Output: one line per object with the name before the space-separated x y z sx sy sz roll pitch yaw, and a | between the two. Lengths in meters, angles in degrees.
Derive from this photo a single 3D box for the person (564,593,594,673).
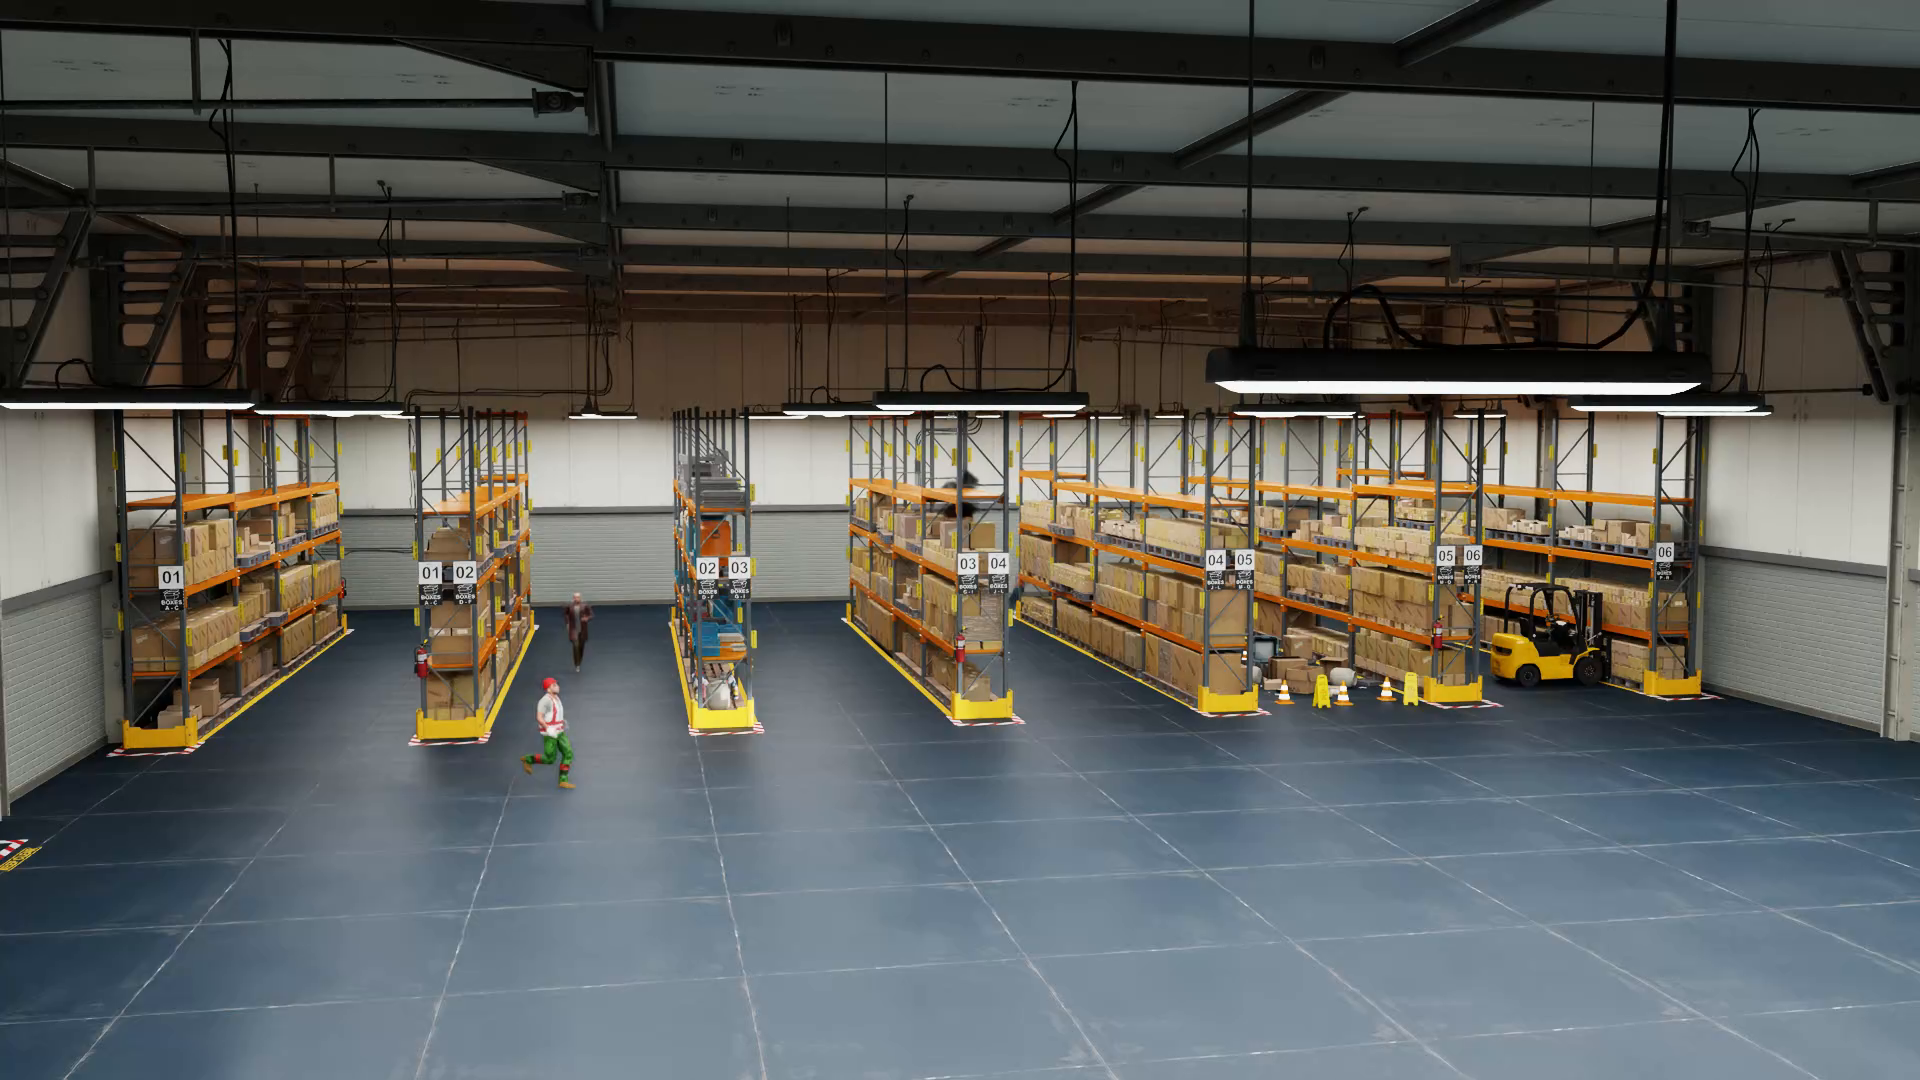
person | -8.771 2.108 38.308 0.686 1.803 0.988 -1 4 -15

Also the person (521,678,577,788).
person | -6.424 3.018 26.038 0.868 1.739 0.654 1 4 15

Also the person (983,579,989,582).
person | 0.641 1.485 47.311 0.717 1.777 0.936 0 4 -3

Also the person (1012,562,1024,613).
person | 1.822 1.429 49.669 0.609 1.568 0.587 0 4 -4
